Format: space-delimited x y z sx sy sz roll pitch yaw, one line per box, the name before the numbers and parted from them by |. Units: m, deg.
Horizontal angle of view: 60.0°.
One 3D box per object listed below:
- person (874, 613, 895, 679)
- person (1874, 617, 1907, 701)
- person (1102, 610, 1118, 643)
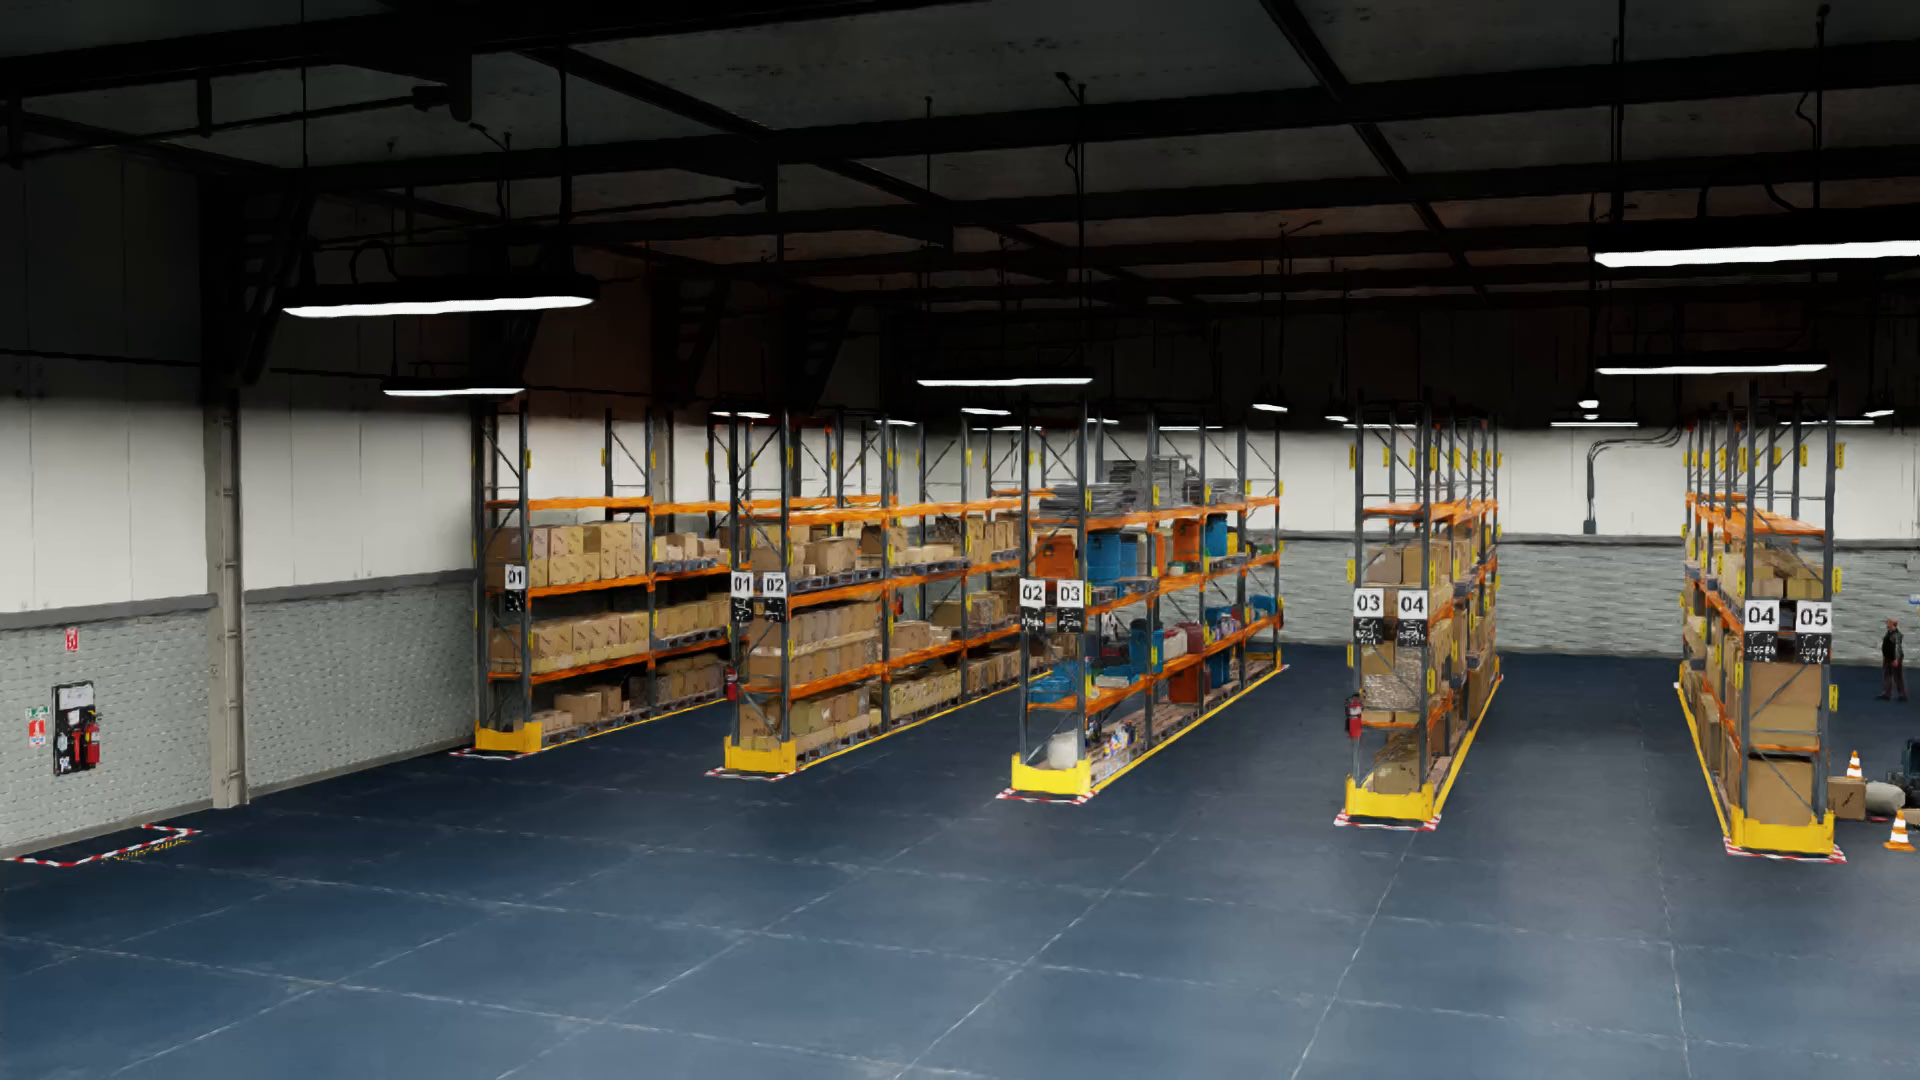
person | -1.613 2.404 35.706 0.729 1.733 0.546 1 3 20
person | 19.319 2.461 34.439 0.504 1.722 0.623 1 3 11
person | 3.532 2.255 39.801 0.456 1.589 1.088 1 3 23
